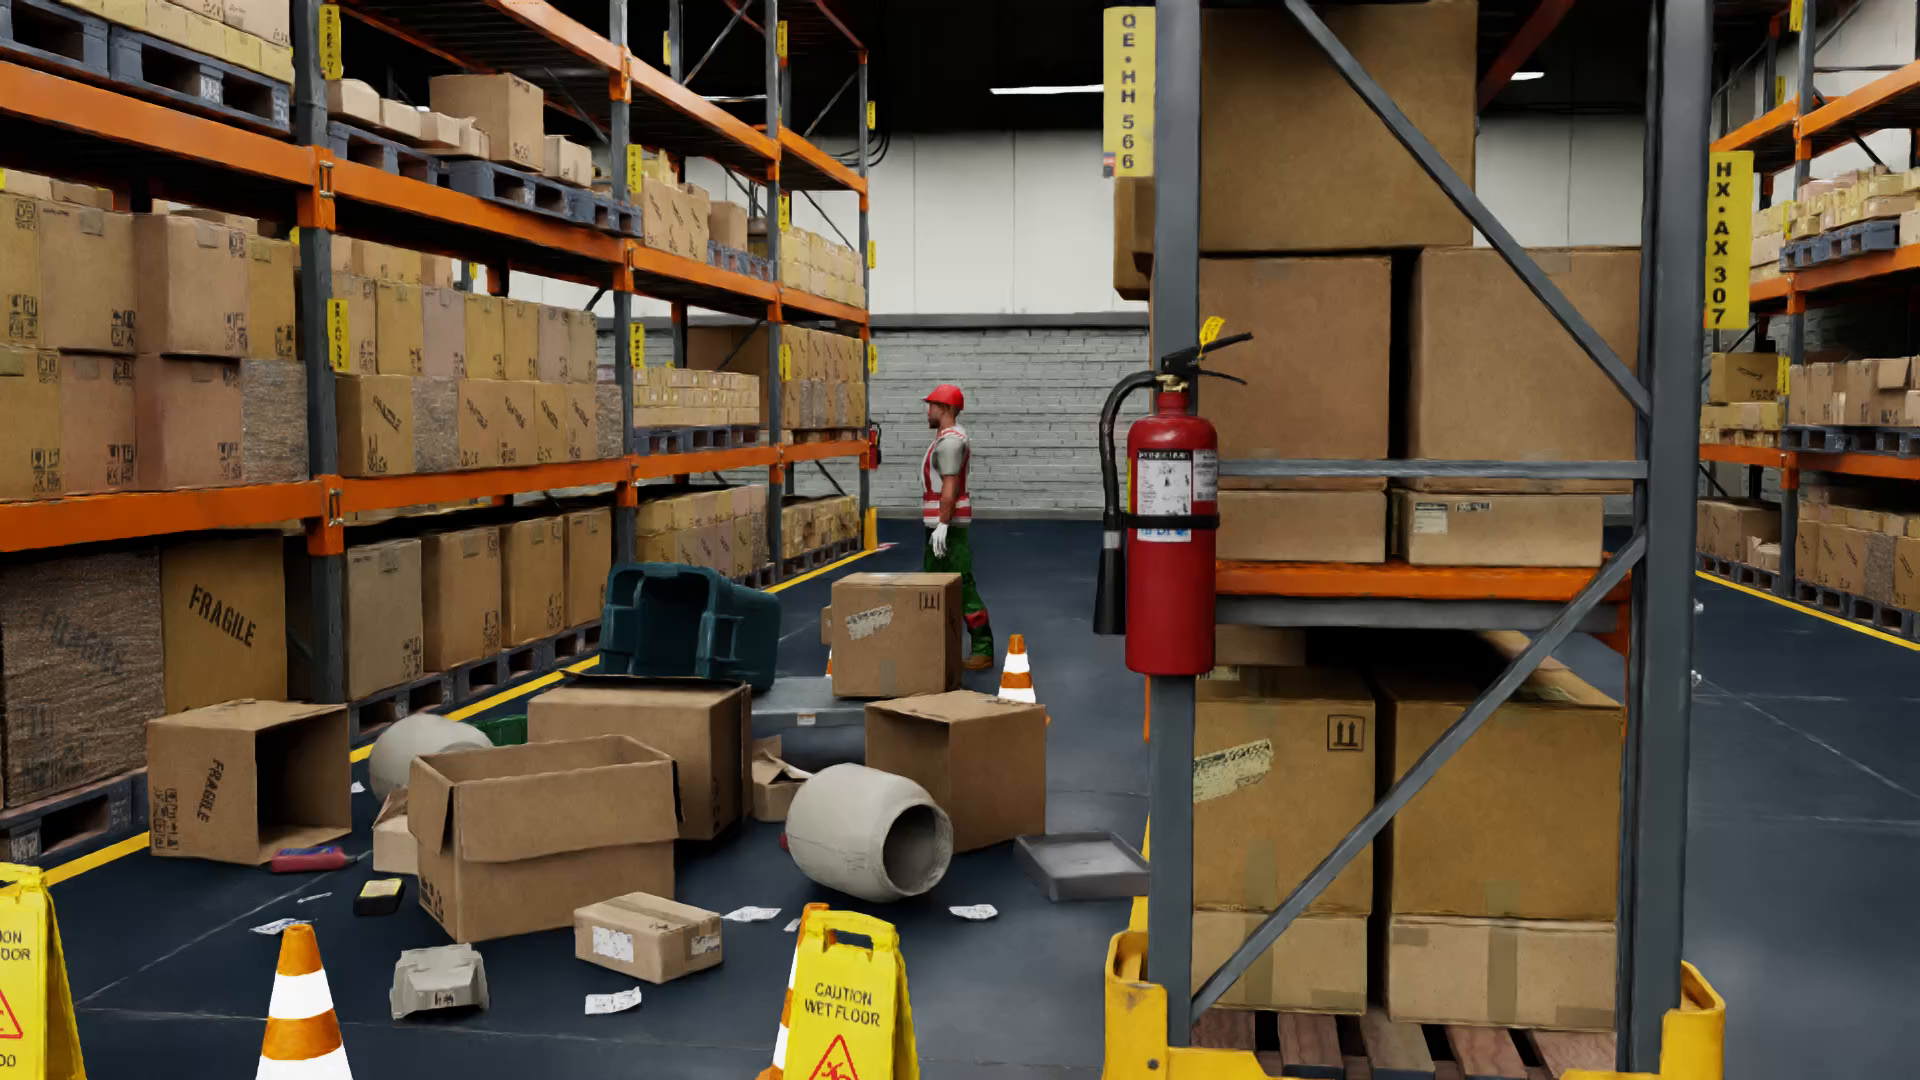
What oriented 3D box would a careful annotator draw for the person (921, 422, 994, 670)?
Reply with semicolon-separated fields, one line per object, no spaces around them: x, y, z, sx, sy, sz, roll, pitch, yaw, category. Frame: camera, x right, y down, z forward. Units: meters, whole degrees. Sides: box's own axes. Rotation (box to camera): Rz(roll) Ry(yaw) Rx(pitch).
-0.109;0.034;10.501;0.634;1.551;0.753;0;4;-2;person
